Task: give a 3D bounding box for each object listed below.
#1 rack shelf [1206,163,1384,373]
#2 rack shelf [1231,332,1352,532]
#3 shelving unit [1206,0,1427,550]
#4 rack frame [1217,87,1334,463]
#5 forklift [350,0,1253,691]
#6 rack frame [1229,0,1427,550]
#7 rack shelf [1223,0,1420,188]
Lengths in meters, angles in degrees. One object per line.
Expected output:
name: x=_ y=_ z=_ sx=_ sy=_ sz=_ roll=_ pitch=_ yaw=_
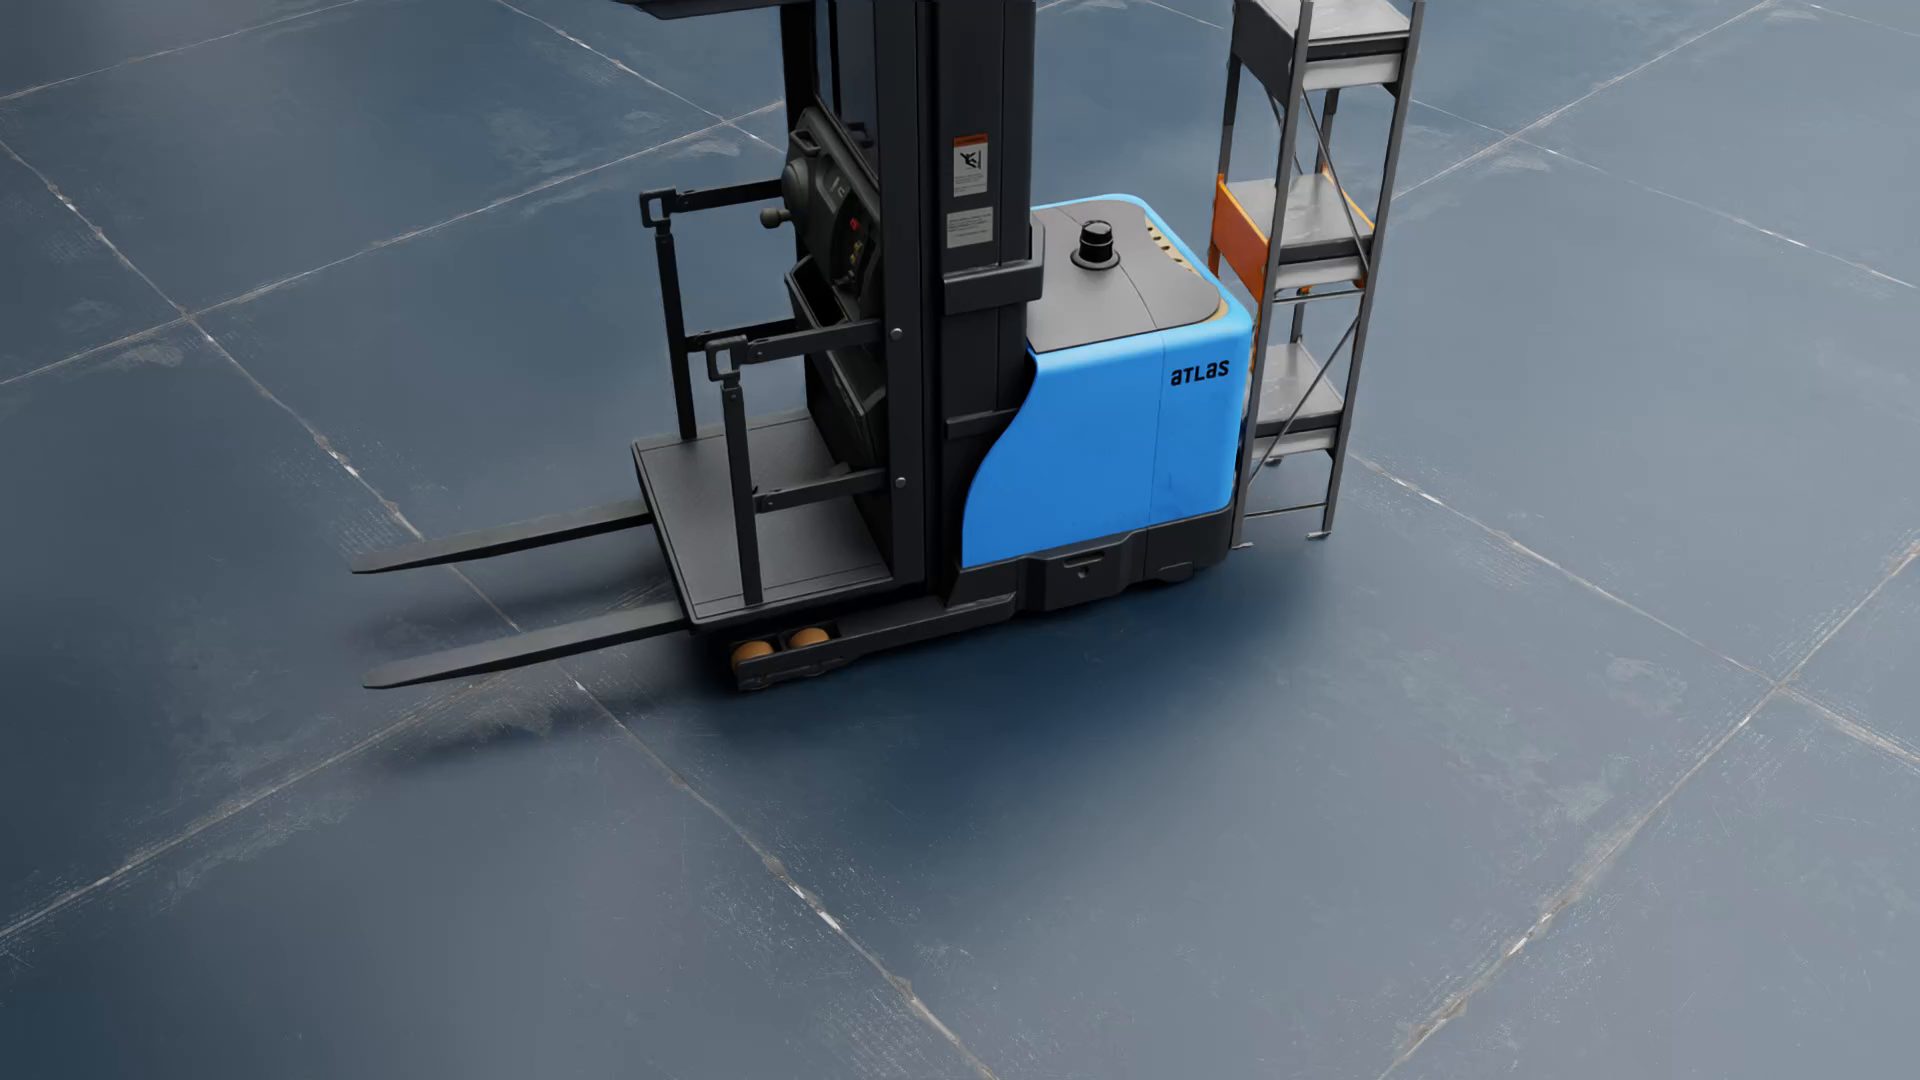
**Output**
rack shelf: x=1.146 y=-0.951 z=5.778 sx=0.431 sy=0.518 sz=0.480 roll=-9 pitch=40 yaw=-10
rack shelf: x=1.146 y=-0.406 z=6.217 sx=0.431 sy=0.518 sz=0.480 roll=-9 pitch=40 yaw=-10
shelving unit: x=1.146 y=-0.961 z=5.769 sx=0.431 sy=2.100 sz=0.503 roll=-9 pitch=40 yaw=-10
rack frame: x=1.090 y=-1.110 z=5.954 sx=0.400 sy=2.100 sz=0.015 roll=-9 pitch=40 yaw=-10
forklift: x=-0.590 y=-1.009 z=5.167 sx=3.031 sy=2.935 sz=1.130 roll=-13 pitch=41 yaw=-15
rack frame: x=1.203 y=-0.812 z=5.584 sx=0.400 sy=2.100 sz=0.015 roll=-9 pitch=40 yaw=-10
rack shelf: x=1.146 y=-1.495 z=5.338 sx=0.431 sy=0.518 sz=0.480 roll=-9 pitch=40 yaw=-10
